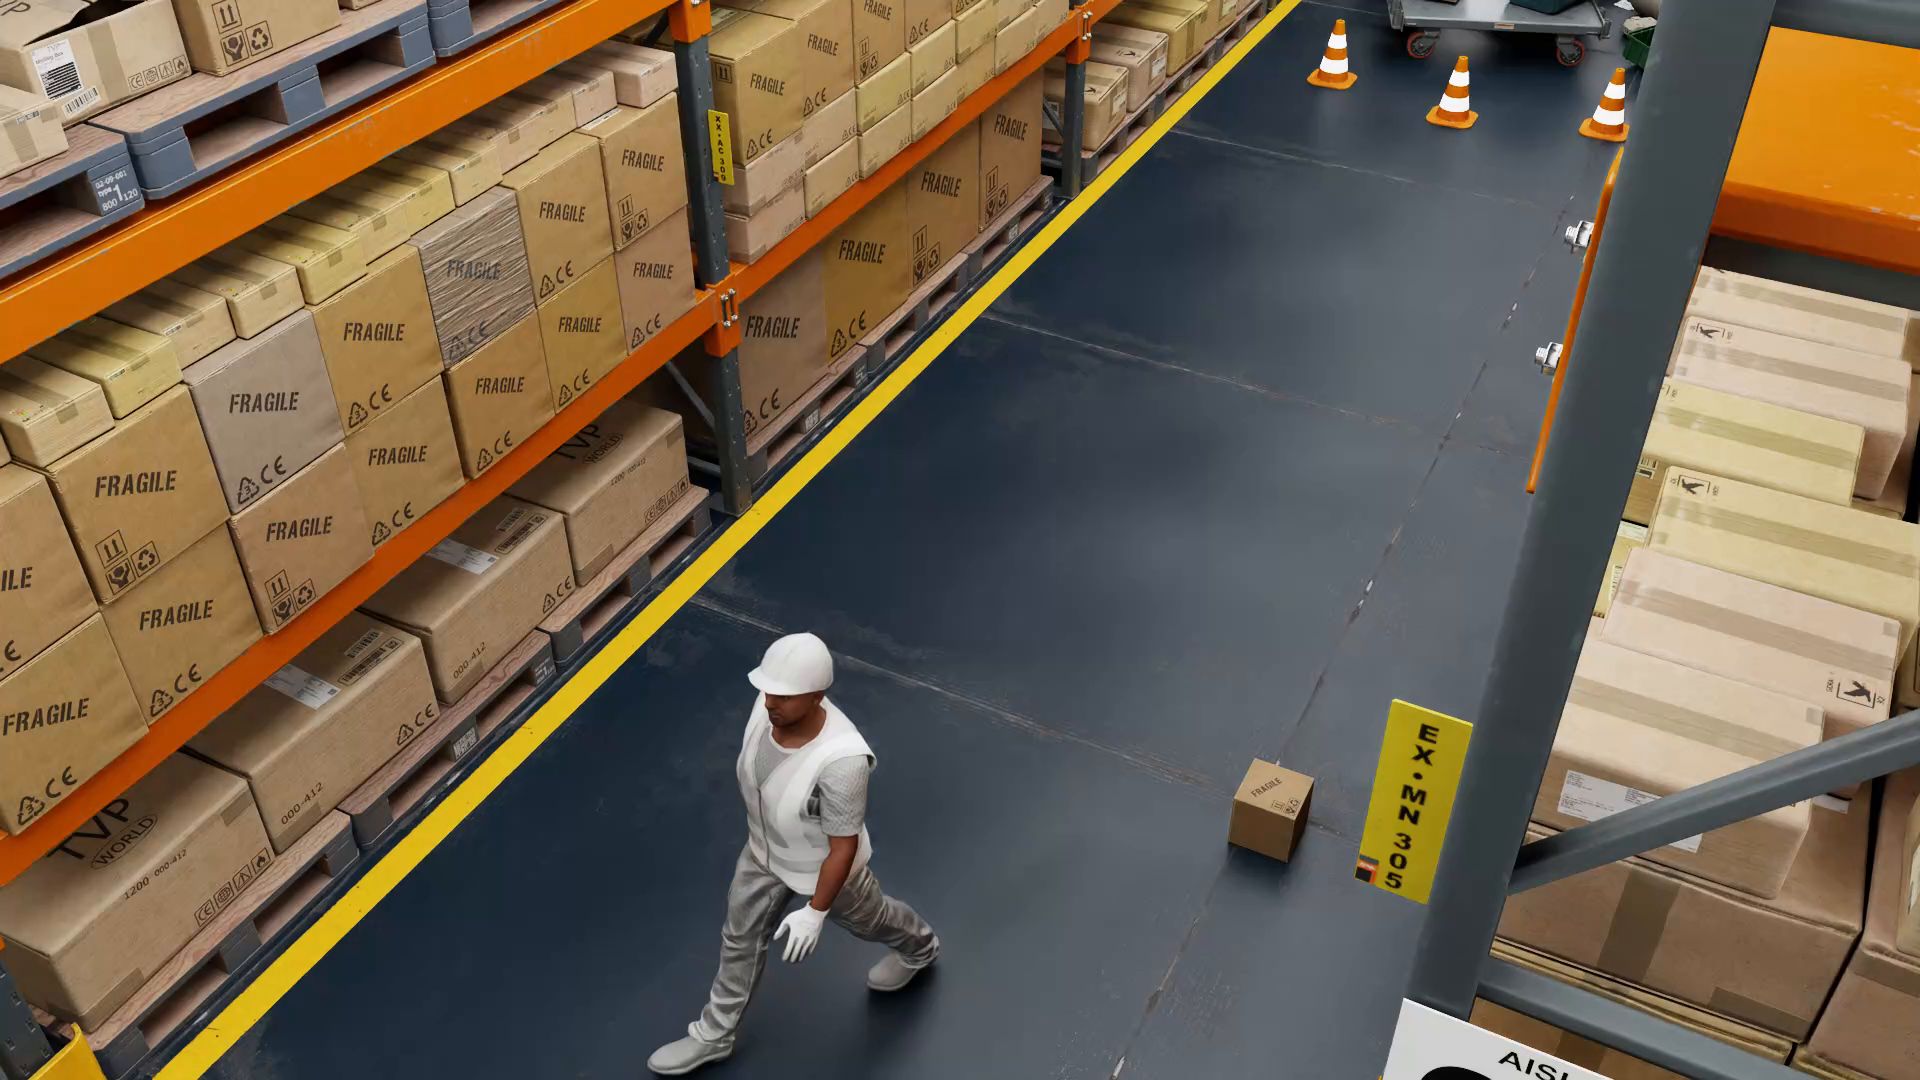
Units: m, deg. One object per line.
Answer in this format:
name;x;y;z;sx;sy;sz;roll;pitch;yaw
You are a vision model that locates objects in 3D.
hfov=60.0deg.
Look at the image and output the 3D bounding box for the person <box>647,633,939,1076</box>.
person;-0.555;1.030;5.391;1.083;1.726;0.597;-30;47;-33
